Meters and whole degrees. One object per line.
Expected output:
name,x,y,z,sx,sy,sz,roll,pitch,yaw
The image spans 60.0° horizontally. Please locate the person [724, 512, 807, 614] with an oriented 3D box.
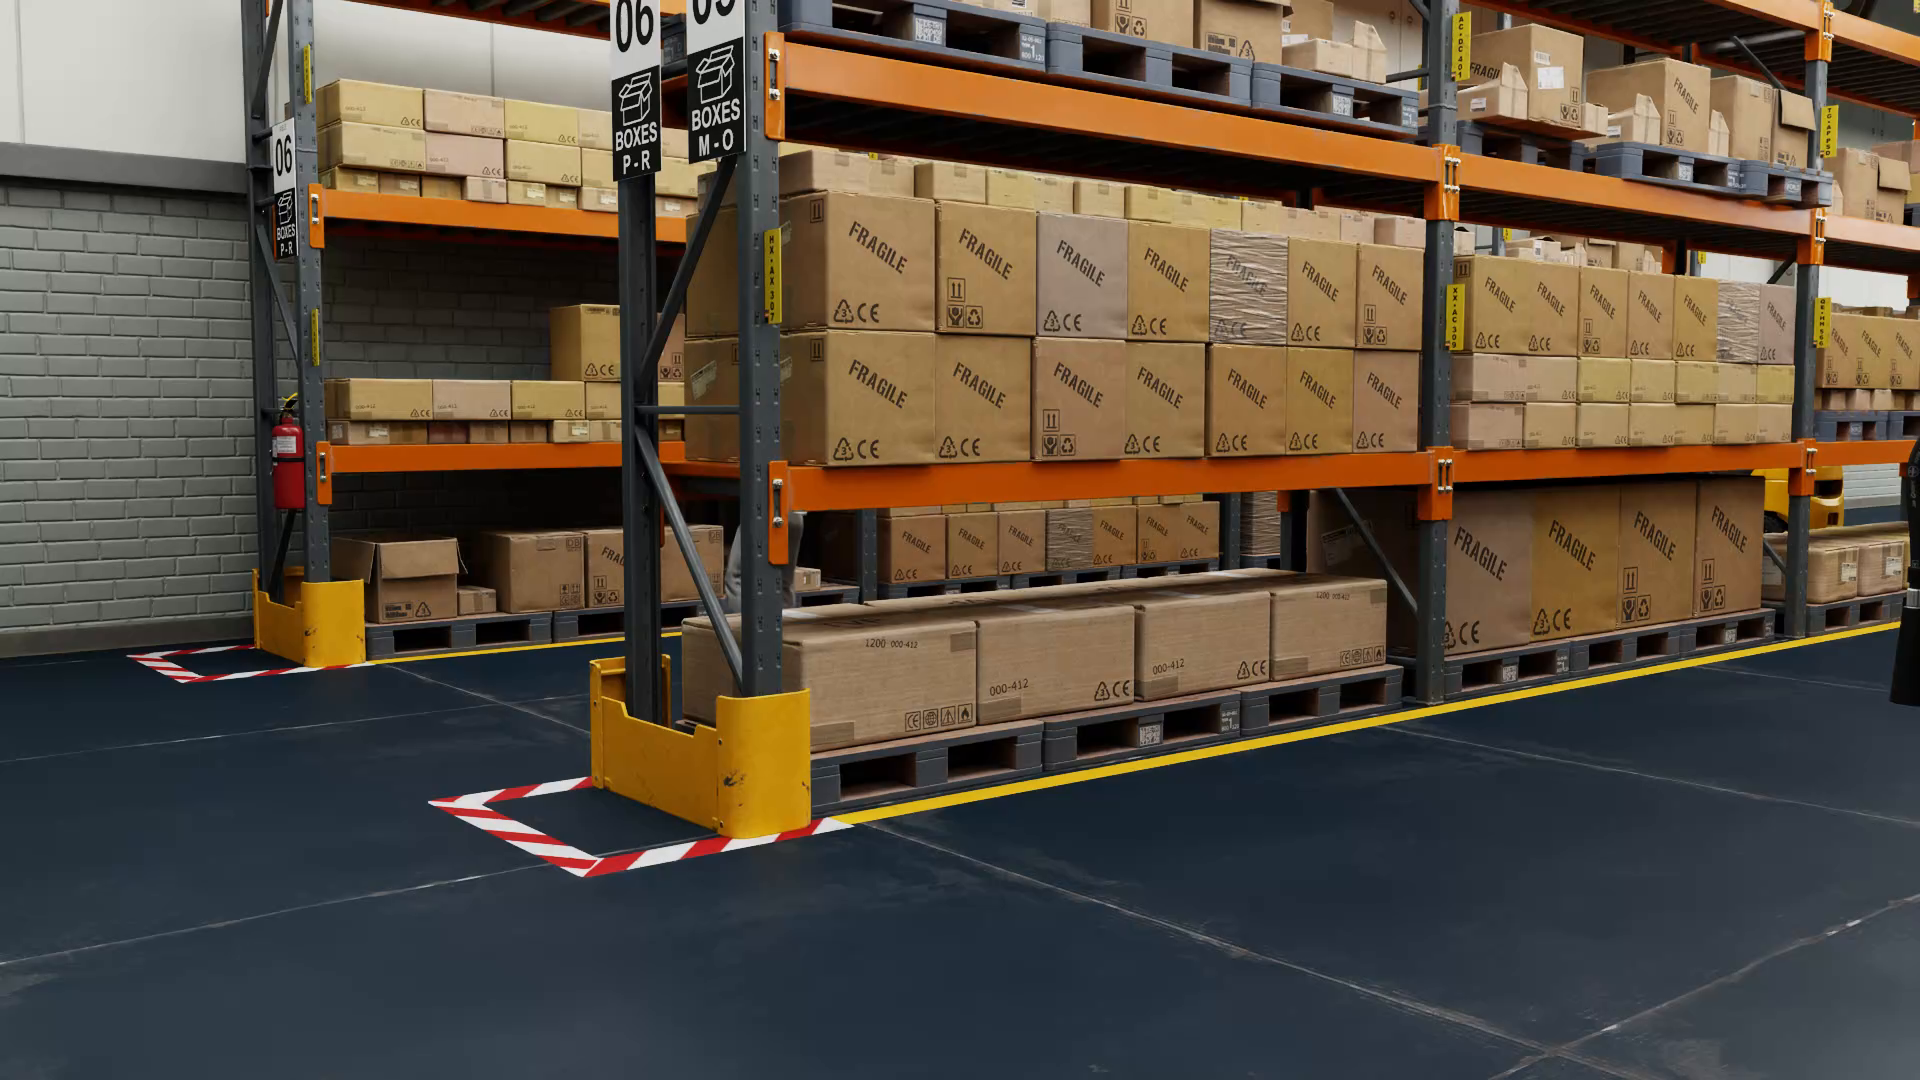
person,-1.132,-0.086,9.507,0.717,1.686,0.485,-4,6,-43
